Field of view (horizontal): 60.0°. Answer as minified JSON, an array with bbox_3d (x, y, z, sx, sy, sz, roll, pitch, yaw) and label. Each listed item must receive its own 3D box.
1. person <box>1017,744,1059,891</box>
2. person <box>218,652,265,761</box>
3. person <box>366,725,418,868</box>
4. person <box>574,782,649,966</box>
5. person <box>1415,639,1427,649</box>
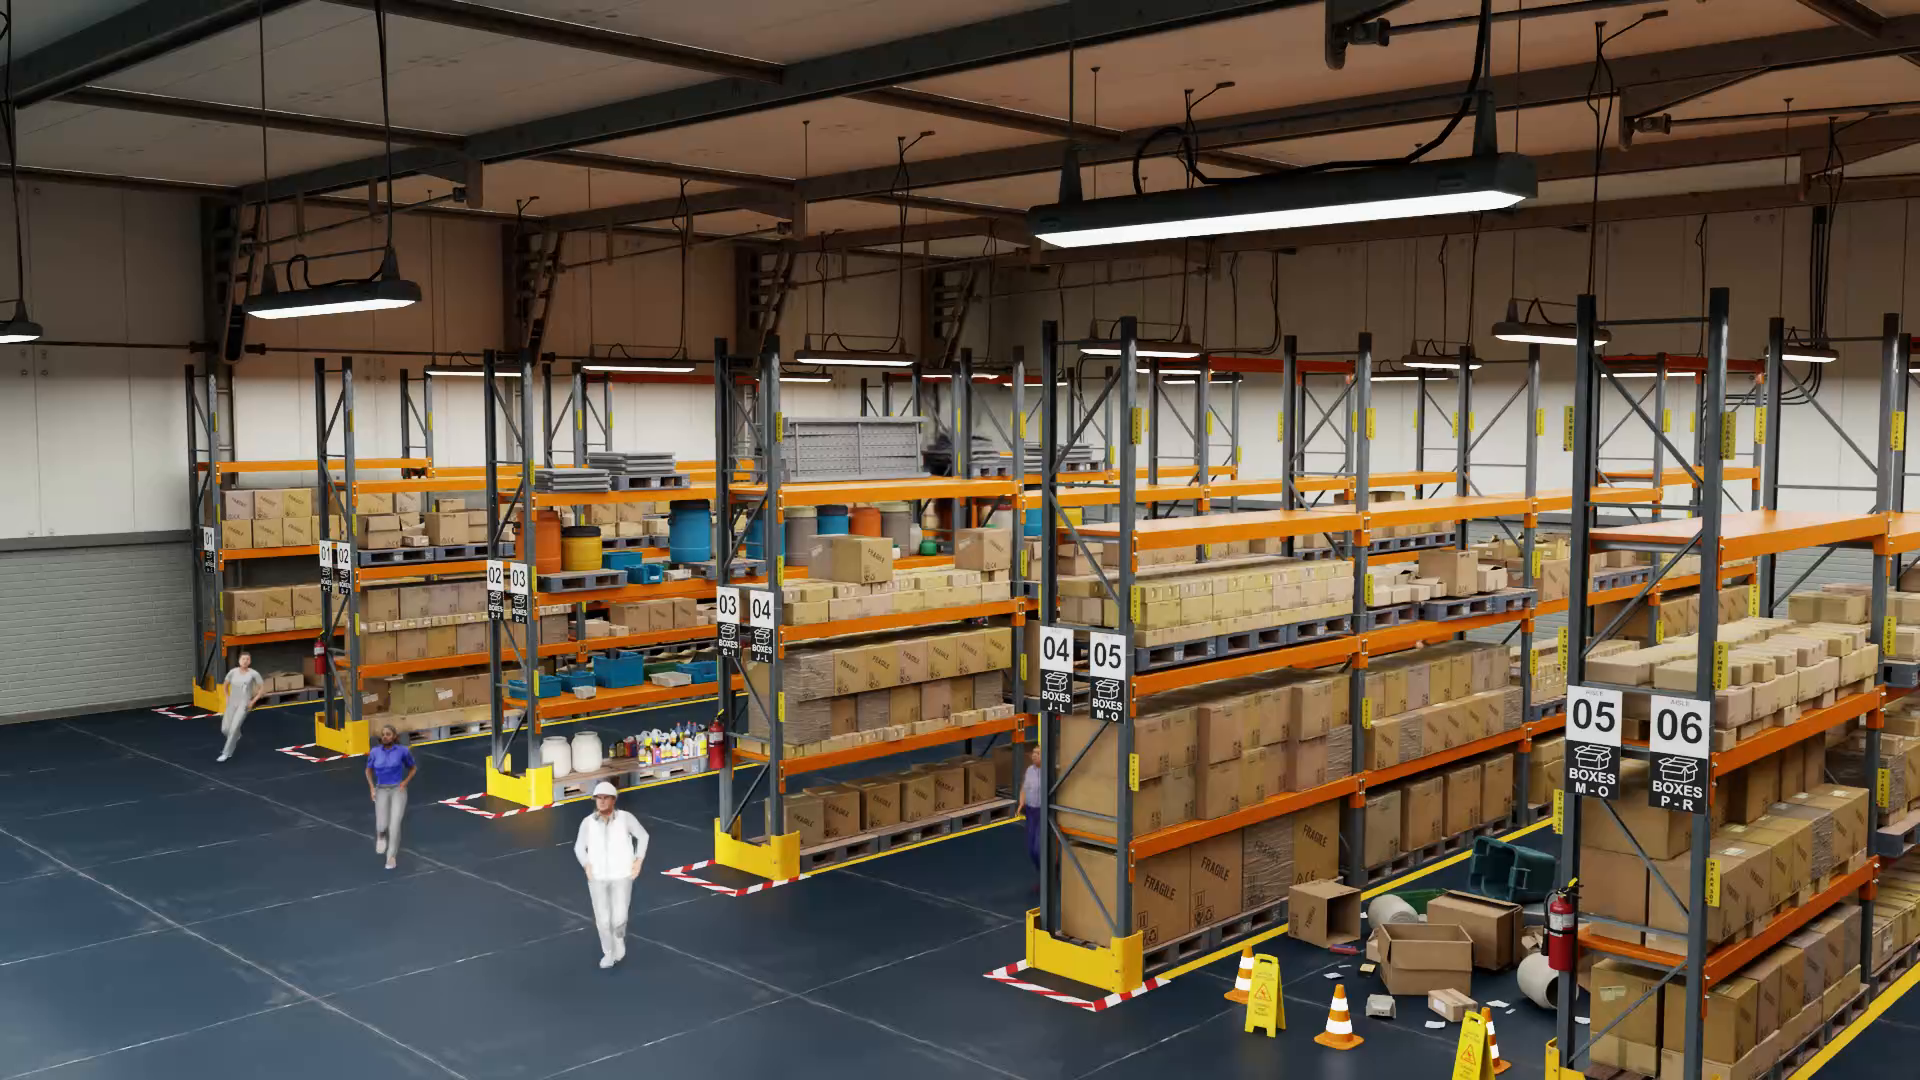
[{"bbox_3d":[0.868,2.996,17.895,0.617,1.609,0.513,3,5,37],"label":"person"},{"bbox_3d":[-10.741,2.473,24.911,0.627,1.609,0.572,0,4,-5],"label":"person"},{"bbox_3d":[-6.497,2.912,19.016,0.572,1.629,0.598,-1,4,-12],"label":"person"},{"bbox_3d":[-3.251,3.117,15.446,0.672,1.731,0.542,0,4,-4],"label":"person"},{"bbox_3d":[7.222,2.367,26.097,0.580,1.632,0.721,4,6,43],"label":"person"}]
